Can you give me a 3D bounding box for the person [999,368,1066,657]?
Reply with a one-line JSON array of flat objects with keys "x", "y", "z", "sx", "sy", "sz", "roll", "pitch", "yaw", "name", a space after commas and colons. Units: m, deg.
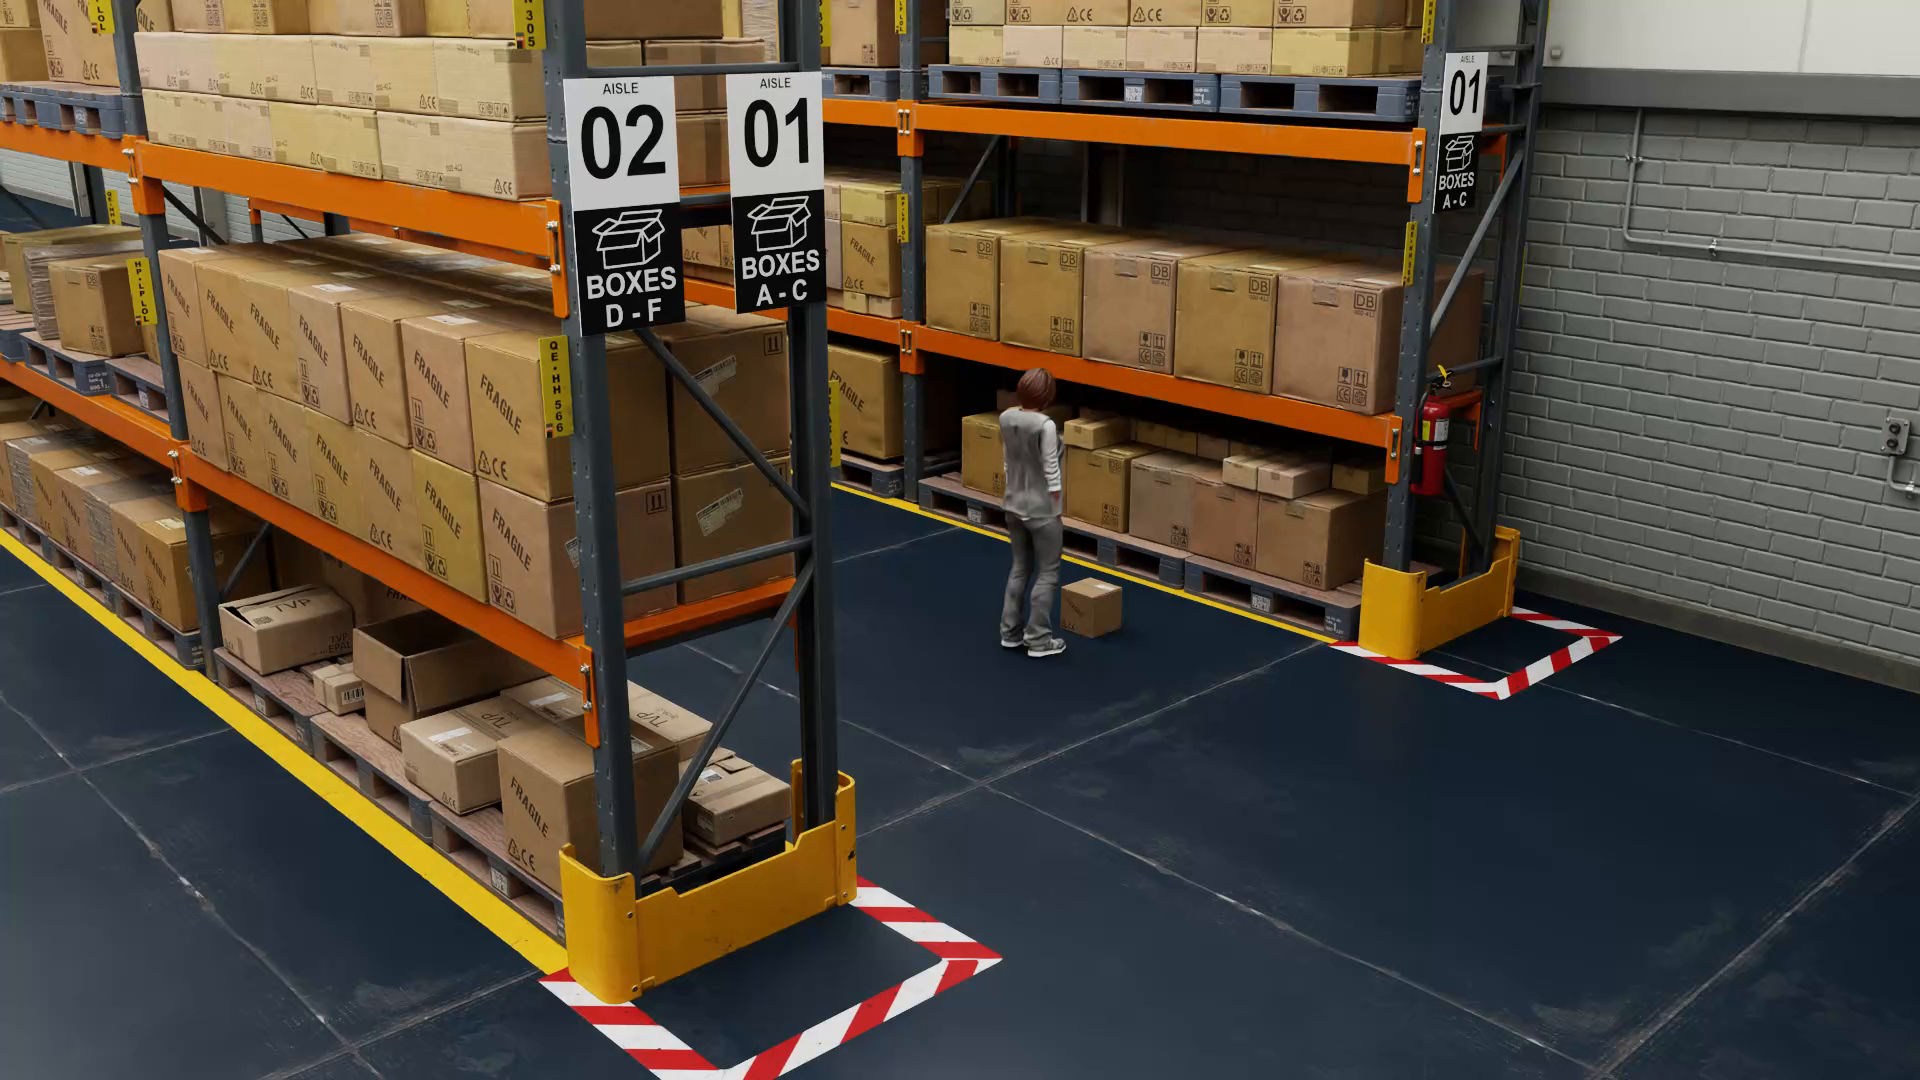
[{"x": 0.385, "y": -0.144, "z": 9.069, "sx": 0.302, "sy": 1.577, "sz": 0.409, "roll": -15, "pitch": 23, "yaw": -40, "name": "person"}]
